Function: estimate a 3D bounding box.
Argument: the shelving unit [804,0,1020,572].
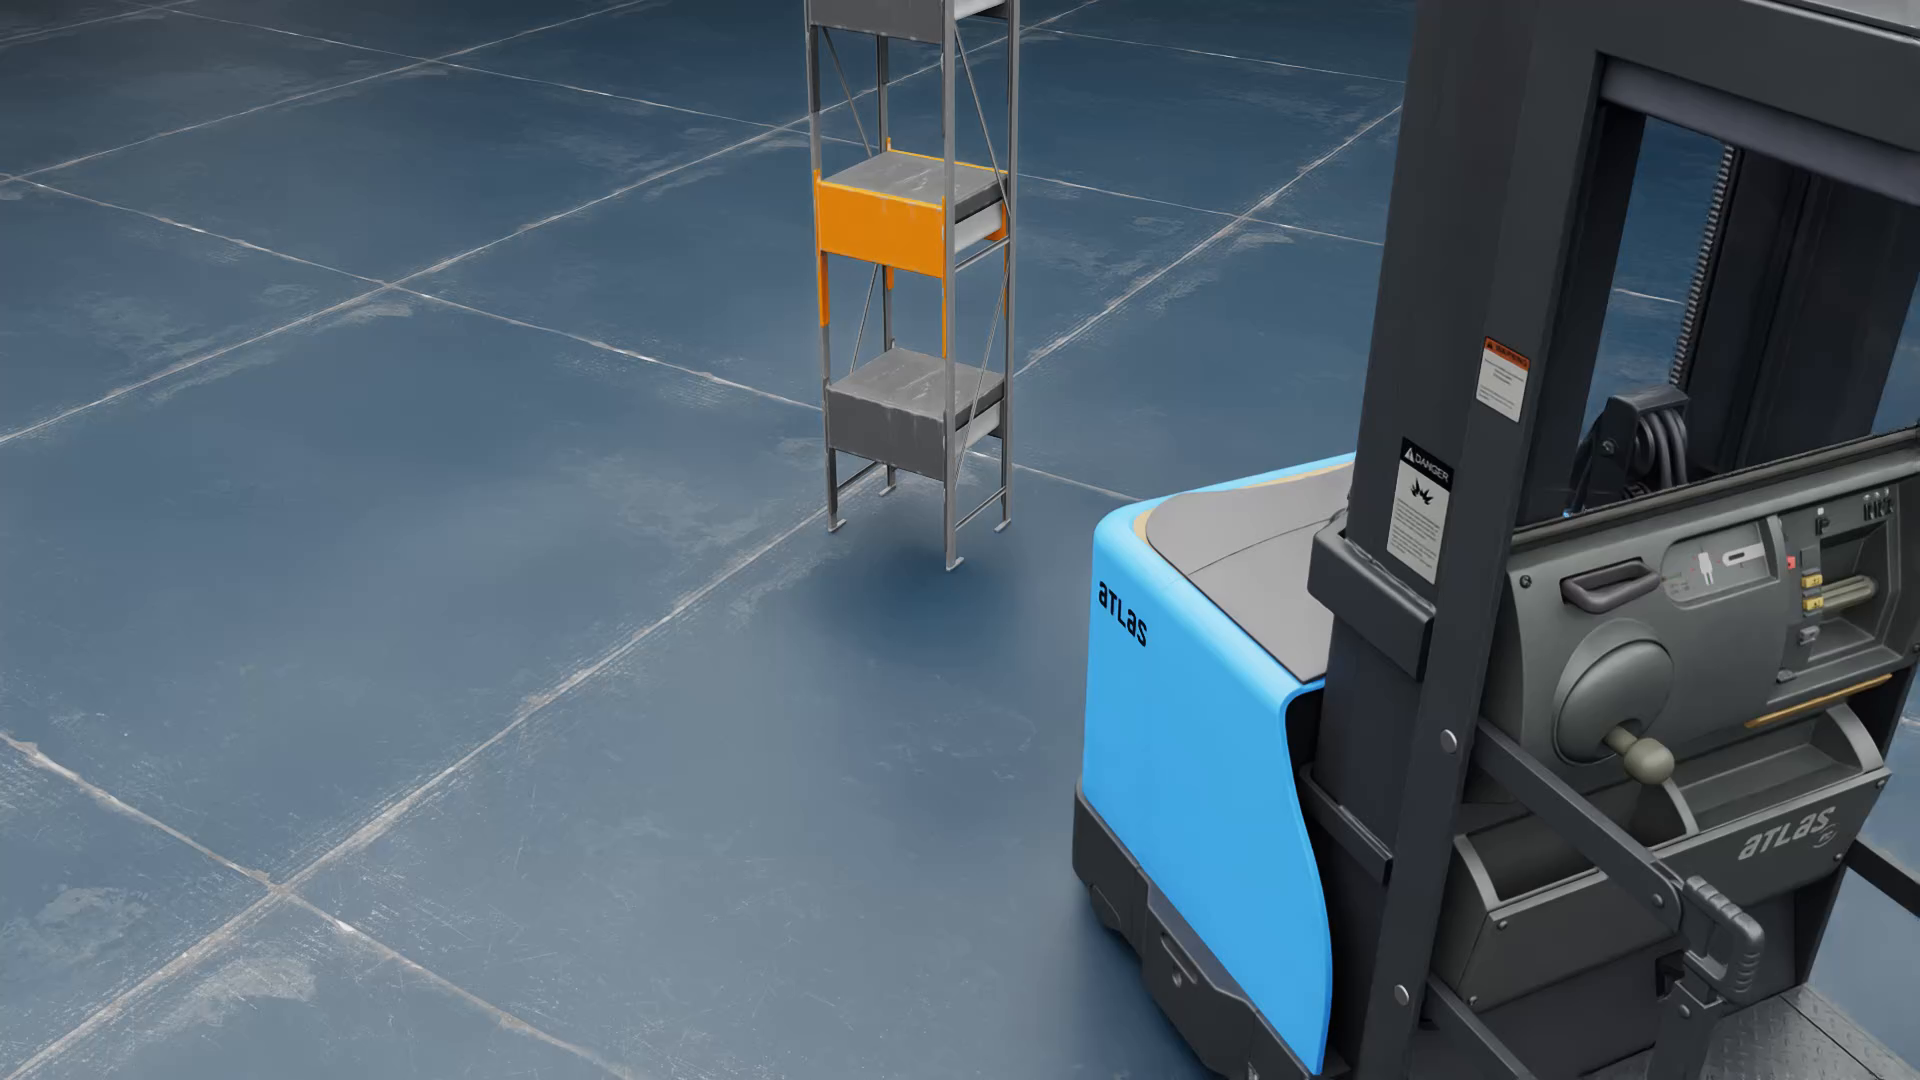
[{"bbox_3d":[-0.140,-0.951,5.297,0.503,2.100,0.431,18,35,27],"label":"shelving unit"}]

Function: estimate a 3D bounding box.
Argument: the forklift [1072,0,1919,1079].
[{"bbox_3d":[1.358,0.169,2.551,1.130,2.935,3.031,-13,33,-21],"label":"forklift"}]

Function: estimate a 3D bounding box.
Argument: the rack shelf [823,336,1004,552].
[{"bbox_3d":[-0.140,-0.335,5.657,0.480,0.518,0.431,18,35,27],"label":"rack shelf"}]

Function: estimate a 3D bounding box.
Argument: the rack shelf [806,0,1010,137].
[{"bbox_3d":[-0.140,-1.544,4.951,0.480,0.518,0.431,18,35,27],"label":"rack shelf"}]

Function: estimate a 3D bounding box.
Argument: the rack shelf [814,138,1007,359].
[{"bbox_3d":[-0.140,-0.940,5.304,0.480,0.518,0.431,18,35,27],"label":"rack shelf"}]

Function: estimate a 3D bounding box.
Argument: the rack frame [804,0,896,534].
[{"bbox_3d":[-0.347,-1.017,5.409,0.015,2.100,0.400,18,35,27],"label":"rack frame"}]

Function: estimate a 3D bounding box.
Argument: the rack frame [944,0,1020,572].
[{"bbox_3d":[0.066,-0.886,5.185,0.015,2.100,0.400,18,35,27],"label":"rack frame"}]
